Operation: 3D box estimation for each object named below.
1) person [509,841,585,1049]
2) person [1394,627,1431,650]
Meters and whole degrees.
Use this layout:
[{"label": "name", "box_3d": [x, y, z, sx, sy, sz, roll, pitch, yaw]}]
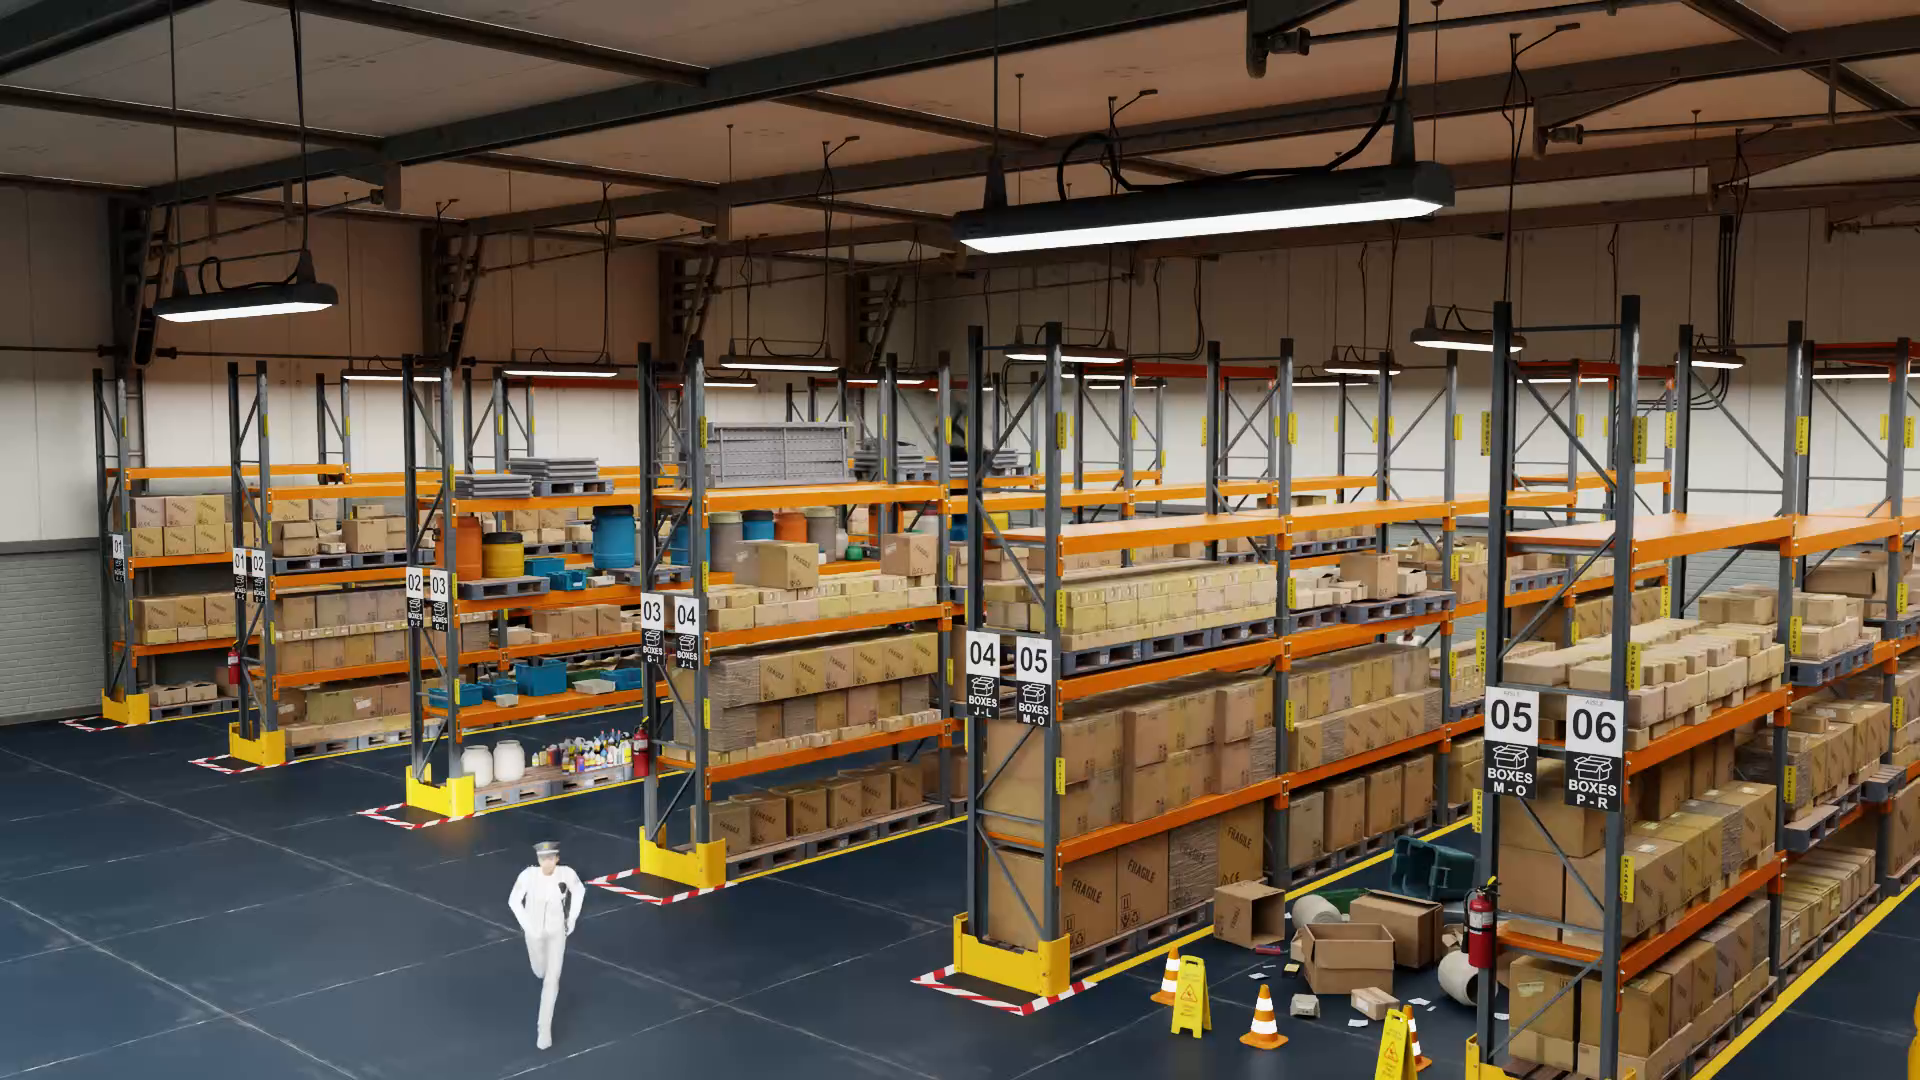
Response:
[{"label": "person", "box_3d": [-3.465, 3.315, 14.085, 0.571, 1.676, 1.032, -1, 4, -9]}, {"label": "person", "box_3d": [7.551, 2.235, 28.076, 0.665, 1.762, 0.557, 3, 5, 39]}]
